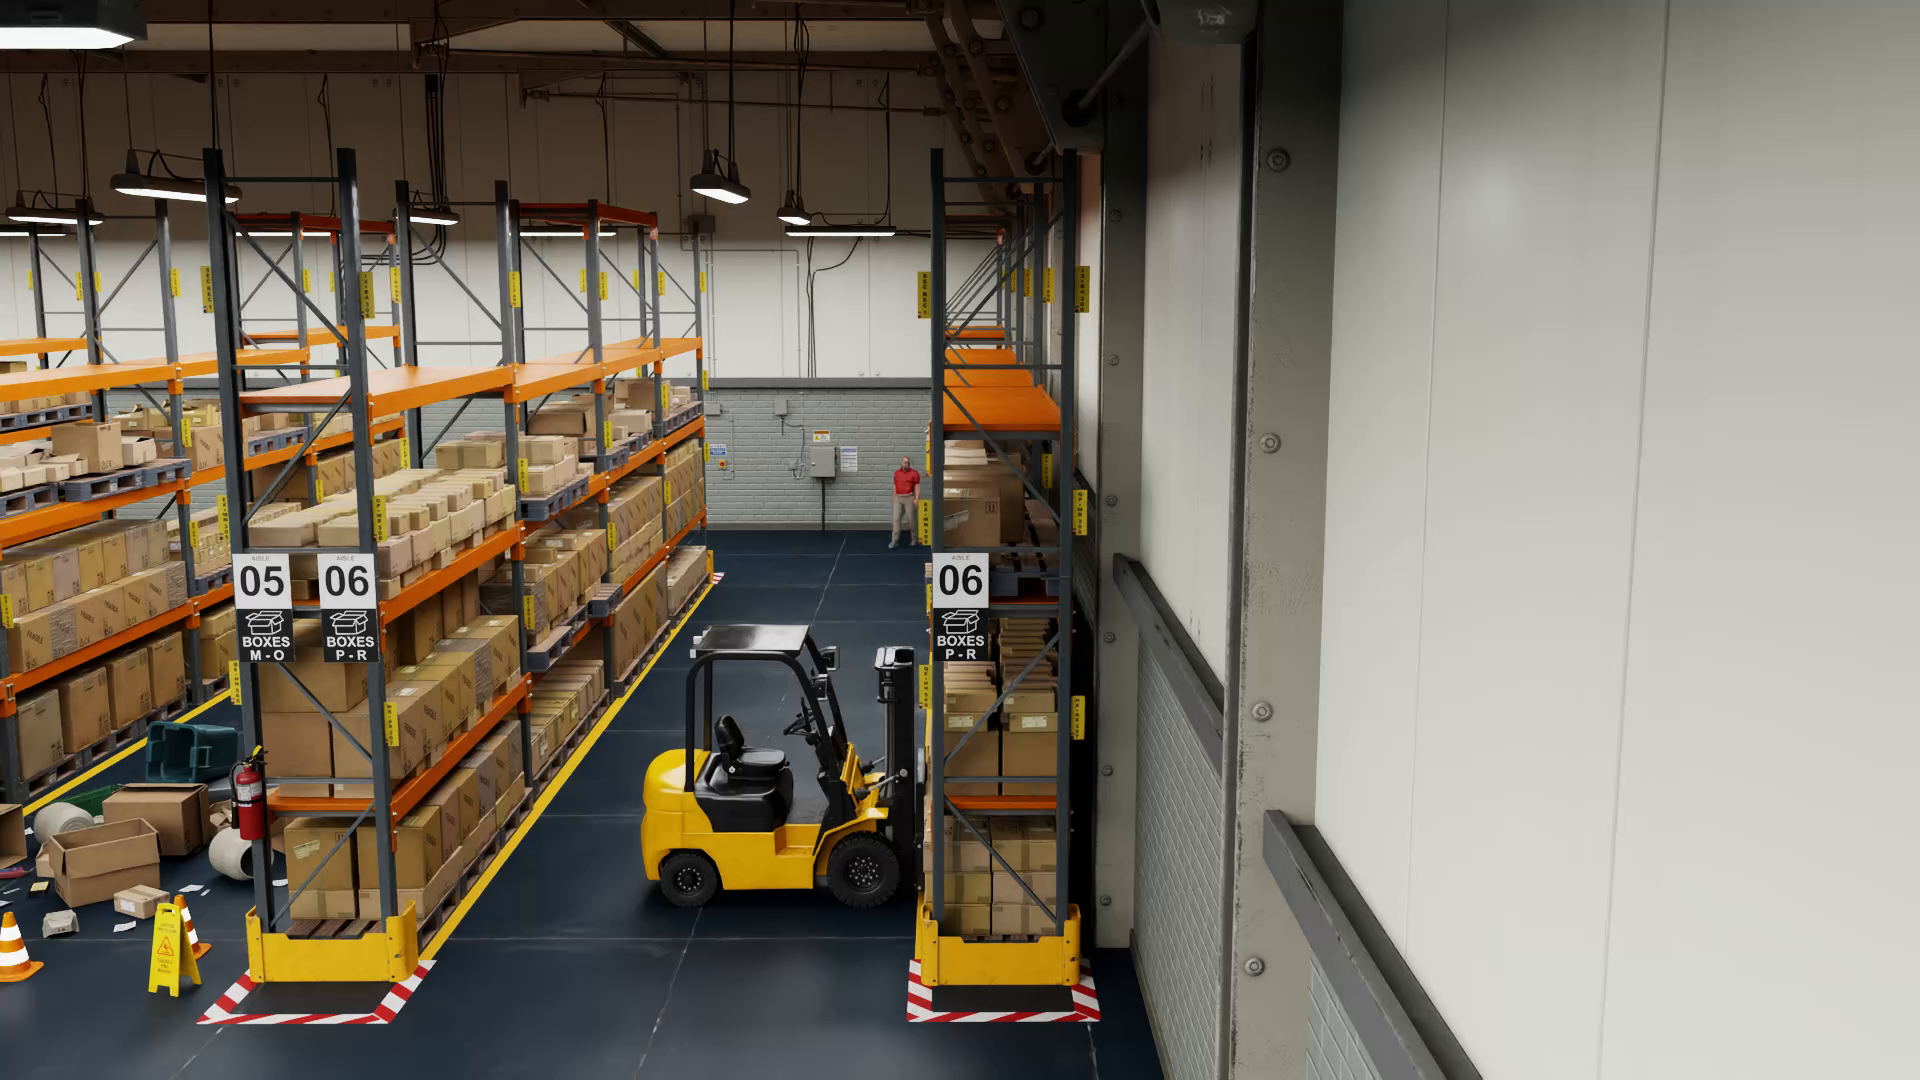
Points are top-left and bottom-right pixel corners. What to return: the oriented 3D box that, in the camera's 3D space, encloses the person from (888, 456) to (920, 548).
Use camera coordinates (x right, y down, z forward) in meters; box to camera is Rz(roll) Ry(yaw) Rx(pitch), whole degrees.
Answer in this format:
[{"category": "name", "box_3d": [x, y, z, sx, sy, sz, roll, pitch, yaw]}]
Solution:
[{"category": "person", "box_3d": [-1.084, -0.704, 31.695, 0.608, 1.765, 0.708, 5, 10, 27]}]
